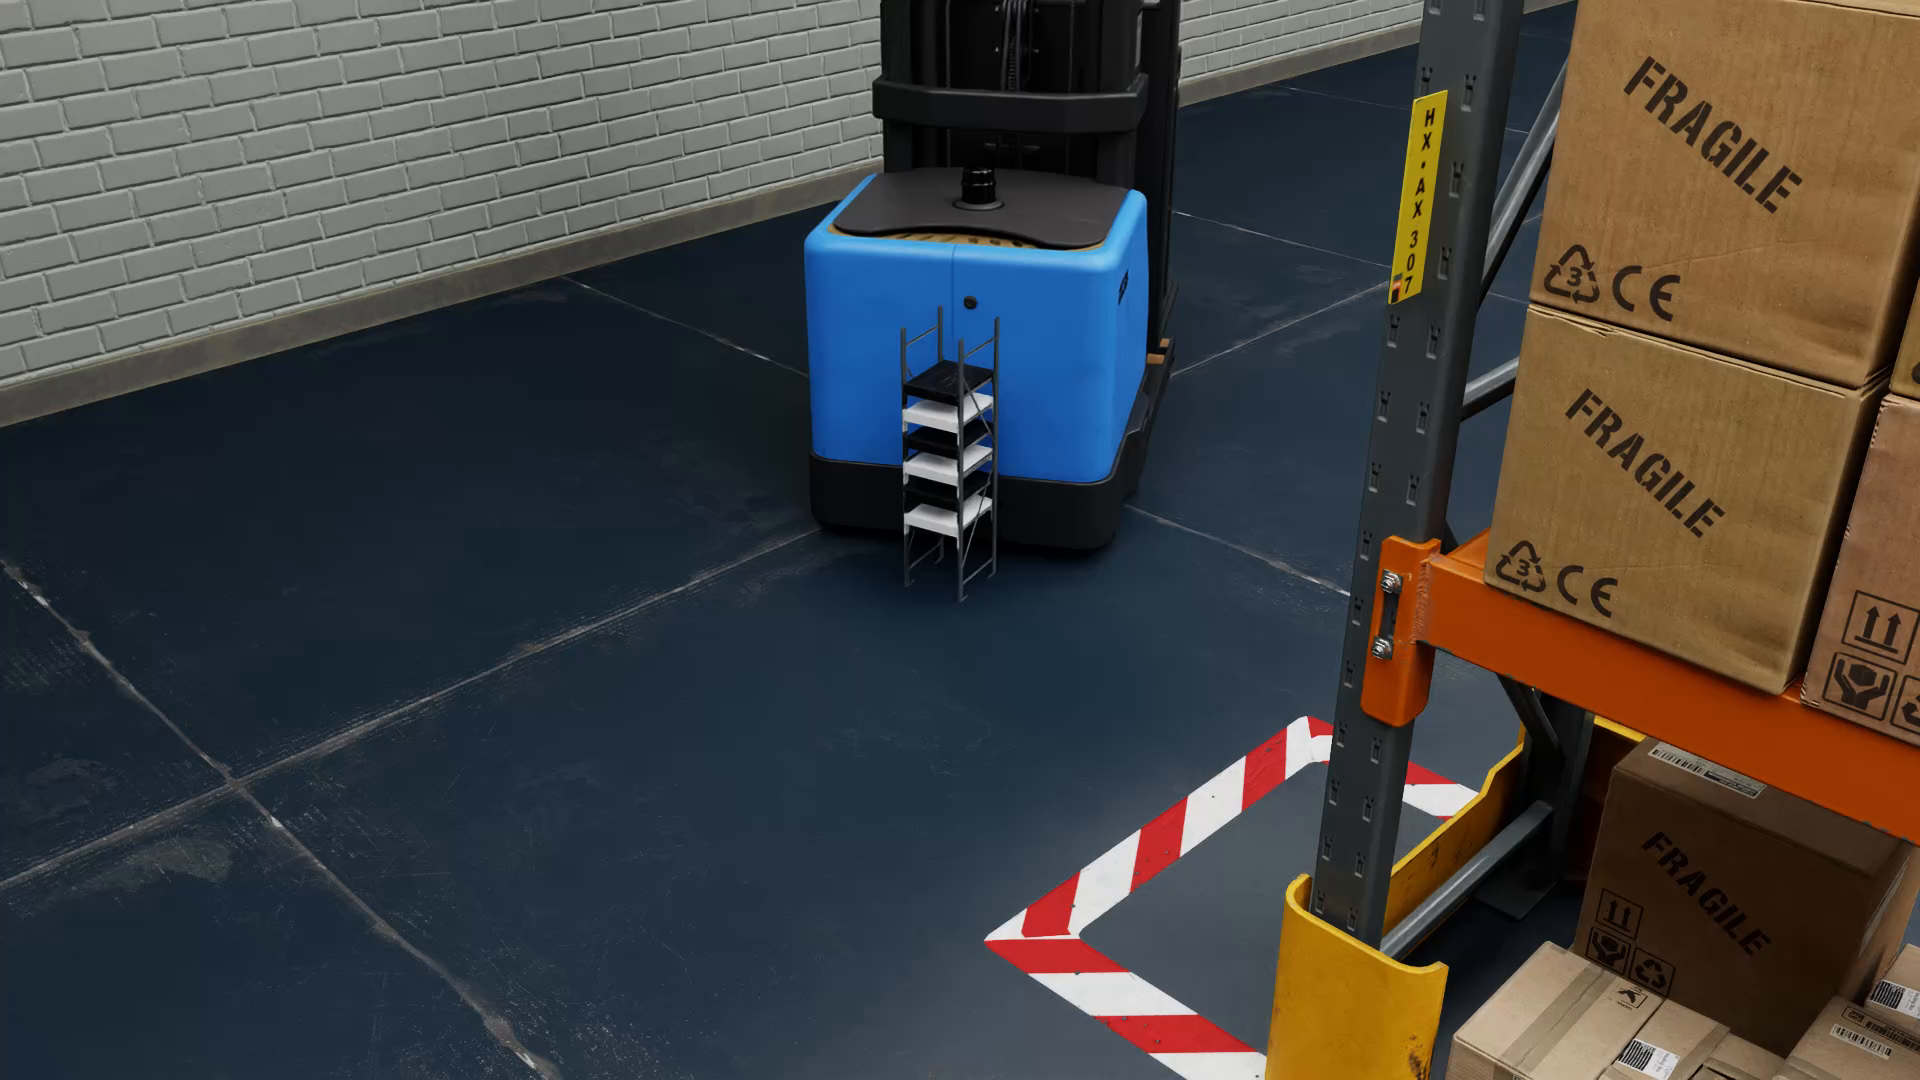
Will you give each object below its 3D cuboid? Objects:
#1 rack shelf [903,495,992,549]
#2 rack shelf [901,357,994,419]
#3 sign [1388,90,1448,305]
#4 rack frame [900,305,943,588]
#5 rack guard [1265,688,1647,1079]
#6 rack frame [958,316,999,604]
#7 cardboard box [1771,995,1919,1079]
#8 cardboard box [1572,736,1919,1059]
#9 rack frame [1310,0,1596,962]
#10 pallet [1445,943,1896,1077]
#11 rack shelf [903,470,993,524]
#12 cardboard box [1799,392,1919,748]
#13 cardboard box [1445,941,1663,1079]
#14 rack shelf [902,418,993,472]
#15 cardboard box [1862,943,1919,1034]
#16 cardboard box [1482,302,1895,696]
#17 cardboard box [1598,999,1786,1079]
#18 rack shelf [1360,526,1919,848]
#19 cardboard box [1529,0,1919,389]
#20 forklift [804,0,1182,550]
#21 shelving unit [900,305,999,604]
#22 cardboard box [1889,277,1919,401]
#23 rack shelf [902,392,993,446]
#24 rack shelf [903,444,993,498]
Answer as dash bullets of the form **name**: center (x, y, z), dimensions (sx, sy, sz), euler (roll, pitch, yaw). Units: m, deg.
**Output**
- **rack shelf**: center (-0.031, -0.077, 5.382), dimensions (0.200, 0.077, 0.258), euler (15, 31, 26)
- **rack shelf**: center (-0.030, -0.475, 5.172), dimensions (0.200, 0.077, 0.258), euler (15, 31, 26)
- **sign**: center (0.722, -0.536, 2.617), dimensions (0.005, 0.325, 0.100), euler (25, 36, 38)
- **rack frame**: center (-0.118, -0.290, 5.328), dimensions (0.006, 0.900, 0.240), euler (15, 31, 26)
- **rack guard**: center (1.156, 0.798, 3.695), dimensions (0.348, 0.500, 1.175), euler (25, 36, 38)
- **rack frame**: center (0.058, -0.242, 5.237), dimensions (0.006, 0.900, 0.240), euler (15, 31, 26)
- **cardboard box**: center (1.647, 1.124, 2.872), dimensions (0.500, 0.250, 0.500), euler (25, 36, 38)
- **cardboard box**: center (1.662, 0.674, 3.458), dimensions (0.500, 0.500, 0.500), euler (25, 36, 38)
- **rack frame**: center (1.102, -0.333, 3.161), dimensions (0.127, 3.000, 1.000), euler (25, 36, 38)
- **pallet**: center (1.725, 1.186, 3.269), dimensions (1.213, 0.211, 1.003), euler (25, 36, 38)
- **rack shelf**: center (-0.031, -0.157, 5.340), dimensions (0.200, 0.077, 0.258), euler (15, 31, 26)
- **cardboard box**: center (1.605, 0.021, 2.379), dimensions (0.500, 0.500, 0.500), euler (24, 36, 38)
- **cardboard box**: center (1.159, 0.985, 3.245), dimensions (0.250, 0.149, 0.380), euler (25, 36, 38)
- **rack shelf**: center (-0.030, -0.316, 5.256), dimensions (0.200, 0.077, 0.258), euler (15, 31, 26)
- **cardboard box**: center (1.888, 0.984, 3.228), dimensions (0.250, 0.166, 0.380), euler (25, 36, 38)
- **cardboard box**: center (1.233, -0.145, 2.696), dimensions (0.500, 0.500, 0.500), euler (-24, 36, -38)
- **cardboard box**: center (1.338, 1.058, 3.086), dimensions (0.250, 0.166, 0.380), euler (25, 36, 38)
- **rack shelf**: center (2.528, 0.638, 2.087), dimensions (4.000, 0.370, 1.077), euler (25, 36, 38)
- **cardboard box**: center (1.233, -0.588, 2.463), dimensions (0.500, 0.500, 0.500), euler (-24, 36, -38)
- **forklift**: center (0.303, -1.932, 6.275), dimensions (1.130, 2.935, 3.031), euler (6, 28, 11)
- **shelving unit**: center (-0.030, -0.266, 5.282), dimensions (0.210, 0.900, 0.258), euler (15, 31, 26)
- **cardboard box**: center (1.611, -0.420, 2.143), dimensions (0.500, 0.500, 0.500), euler (-25, 37, -39)
- **rack shelf**: center (-0.030, -0.396, 5.214), dimensions (0.200, 0.077, 0.258), euler (15, 31, 26)
- **rack shelf**: center (-0.030, -0.236, 5.298), dimensions (0.200, 0.077, 0.258), euler (15, 31, 26)
